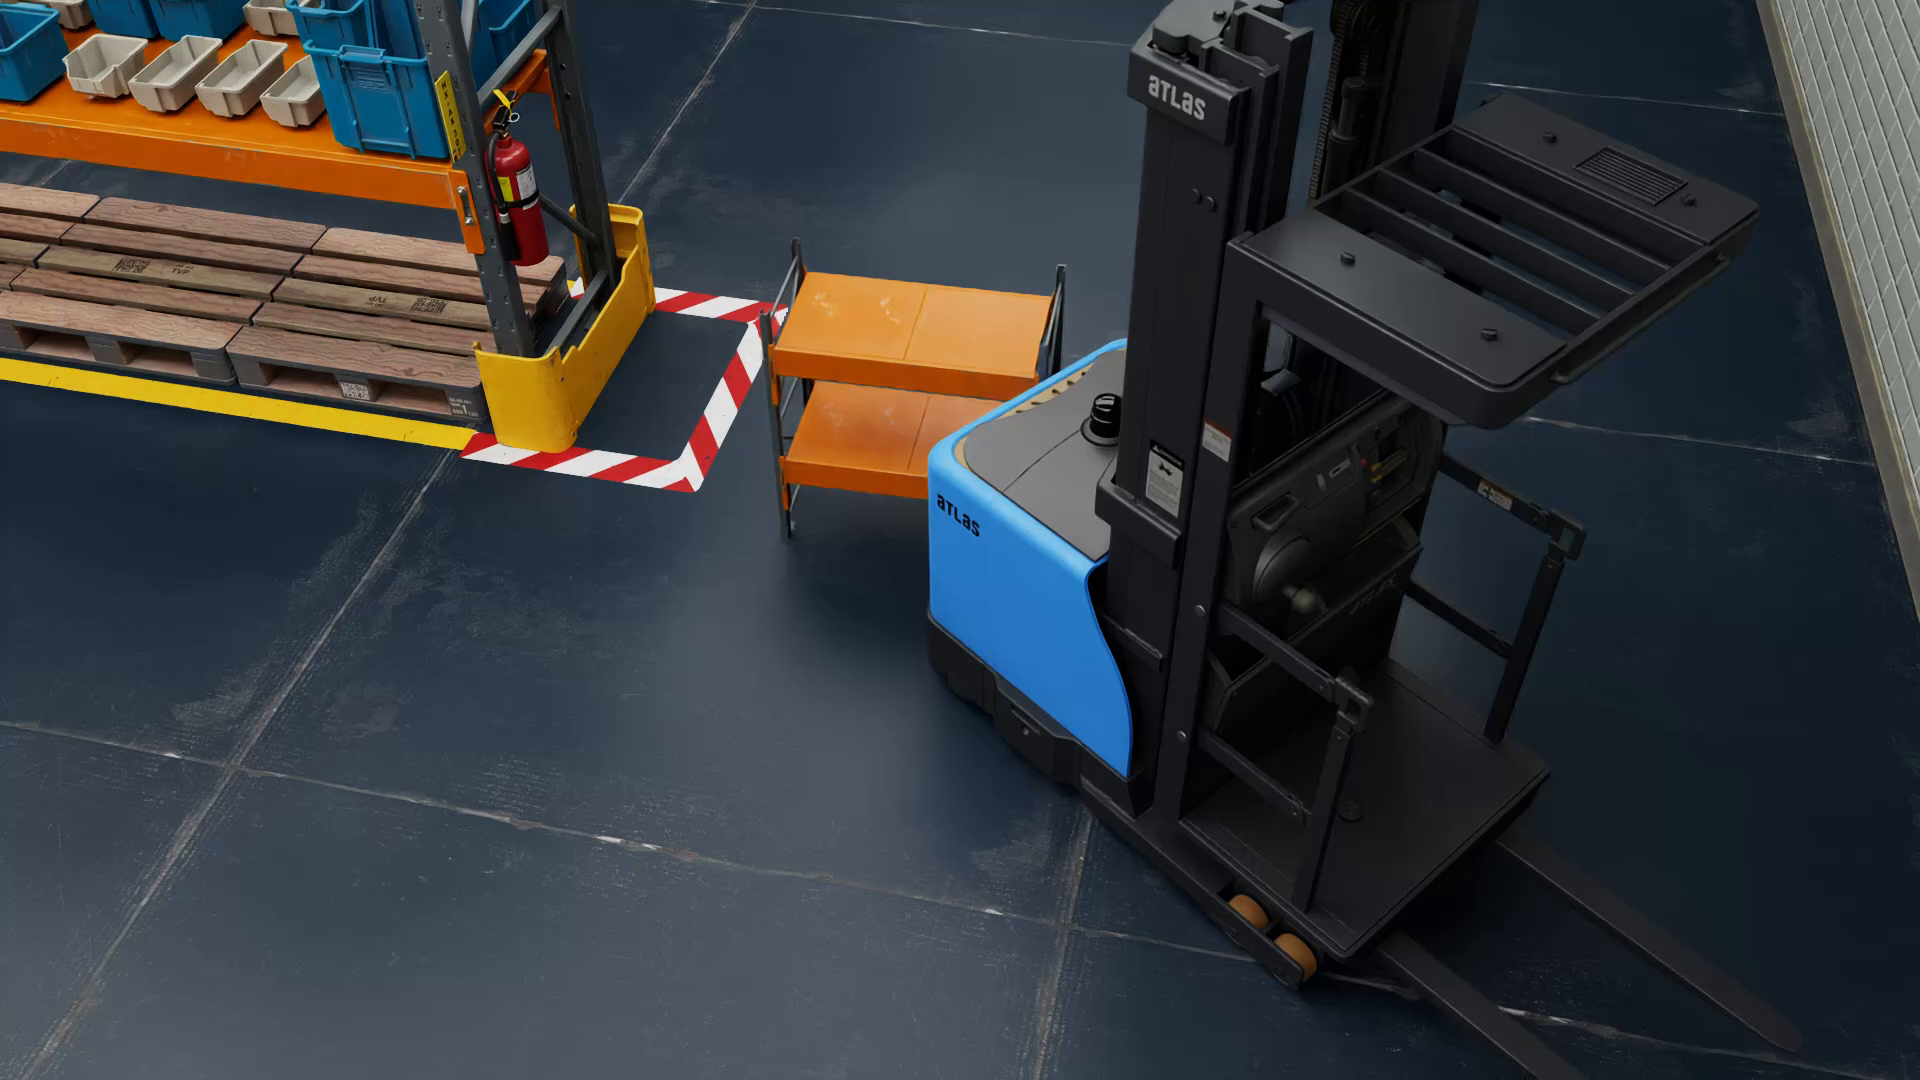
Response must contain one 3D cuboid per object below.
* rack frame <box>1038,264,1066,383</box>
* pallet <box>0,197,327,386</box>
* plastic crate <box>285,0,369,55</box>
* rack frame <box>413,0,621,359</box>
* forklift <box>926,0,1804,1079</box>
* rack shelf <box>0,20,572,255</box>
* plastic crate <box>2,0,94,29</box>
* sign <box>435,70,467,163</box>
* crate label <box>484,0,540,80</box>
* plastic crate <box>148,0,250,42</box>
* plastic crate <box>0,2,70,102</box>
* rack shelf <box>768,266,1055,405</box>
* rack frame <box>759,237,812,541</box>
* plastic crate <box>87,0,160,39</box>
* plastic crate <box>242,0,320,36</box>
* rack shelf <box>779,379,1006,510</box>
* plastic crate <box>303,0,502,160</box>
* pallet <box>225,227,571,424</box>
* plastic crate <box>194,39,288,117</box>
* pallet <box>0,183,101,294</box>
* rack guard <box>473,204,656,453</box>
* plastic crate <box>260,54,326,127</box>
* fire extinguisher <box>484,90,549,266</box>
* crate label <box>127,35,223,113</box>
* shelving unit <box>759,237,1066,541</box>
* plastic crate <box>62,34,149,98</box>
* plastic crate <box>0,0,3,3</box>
[{"bbox_3d":[0.337,-0.450,6.406,0.032,1.125,0.500,7,44,7],"label":"rack frame"},{"bbox_3d":[-3.737,-1.193,7.837,1.213,0.211,1.003,9,45,9],"label":"pallet"},{"bbox_3d":[-2.566,-2.181,6.930,0.300,0.233,0.416,9,45,9],"label":"plastic crate"},{"bbox_3d":[-1.754,-1.860,6.519,0.127,3.000,1.000,9,45,9],"label":"rack frame"},{"bbox_3d":[1.231,-0.047,4.686,1.130,2.935,3.031,-32,52,-29],"label":"forklift"},{"bbox_3d":[-3.706,-1.904,7.083,4.000,0.370,1.077,9,45,9],"label":"rack shelf"},{"bbox_3d":[-3.893,-2.332,7.157,0.466,0.136,0.293,9,45,9],"label":"plastic crate"},{"bbox_3d":[-1.858,-1.544,6.073,0.005,0.325,0.100,9,45,9],"label":"sign"},{"bbox_3d":[-1.923,-2.081,6.827,0.303,0.233,0.416,9,45,9],"label":"crate label"},{"bbox_3d":[-3.208,-2.281,7.034,0.300,0.233,0.416,9,45,9],"label":"plastic crate"},{"bbox_3d":[-3.814,-1.959,6.699,0.300,0.233,0.416,9,45,9],"label":"plastic crate"},{"bbox_3d":[-0.164,-0.722,6.267,1.000,0.278,0.538,7,44,7],"label":"rack shelf"},{"bbox_3d":[-0.664,-0.573,6.534,0.032,1.125,0.500,7,44,7],"label":"rack frame"},{"bbox_3d":[-3.501,-2.326,7.081,0.300,0.233,0.416,9,45,9],"label":"plastic crate"},{"bbox_3d":[-2.880,-2.254,7.076,0.298,0.136,0.250,9,45,9],"label":"plastic crate"},{"bbox_3d":[-0.164,-0.335,6.640,1.000,0.278,0.538,7,44,7],"label":"rack shelf"},{"bbox_3d":[-2.122,-1.819,6.408,0.499,0.435,0.616,9,45,9],"label":"plastic crate"},{"bbox_3d":[-2.550,-1.006,7.643,1.213,0.211,1.003,9,45,9],"label":"pallet"},{"bbox_3d":[-2.869,-1.841,6.647,0.243,0.136,0.396,9,45,9],"label":"plastic crate"},{"bbox_3d":[-4.932,-1.376,8.027,1.213,0.211,1.003,9,45,9],"label":"pallet"},{"bbox_3d":[-1.728,-0.964,7.391,0.348,0.500,1.175,9,45,9],"label":"rack guard"},{"bbox_3d":[-2.590,-1.787,6.591,0.243,0.136,0.396,9,45,9],"label":"plastic crate"},{"bbox_3d":[-1.706,-1.367,6.332,0.183,0.674,0.296,9,45,9],"label":"fire extinguisher"},{"bbox_3d":[-3.146,-1.867,6.673,0.243,0.136,0.396,9,45,9],"label":"crate label"},{"bbox_3d":[-0.164,-0.512,6.470,1.048,1.125,0.538,7,44,7],"label":"shelving unit"},{"bbox_3d":[-3.439,-1.899,6.707,0.250,0.136,0.298,9,45,9],"label":"plastic crate"},{"bbox_3d":[-4.208,-2.089,6.799,0.530,0.282,0.437,9,45,9],"label":"plastic crate"}]
